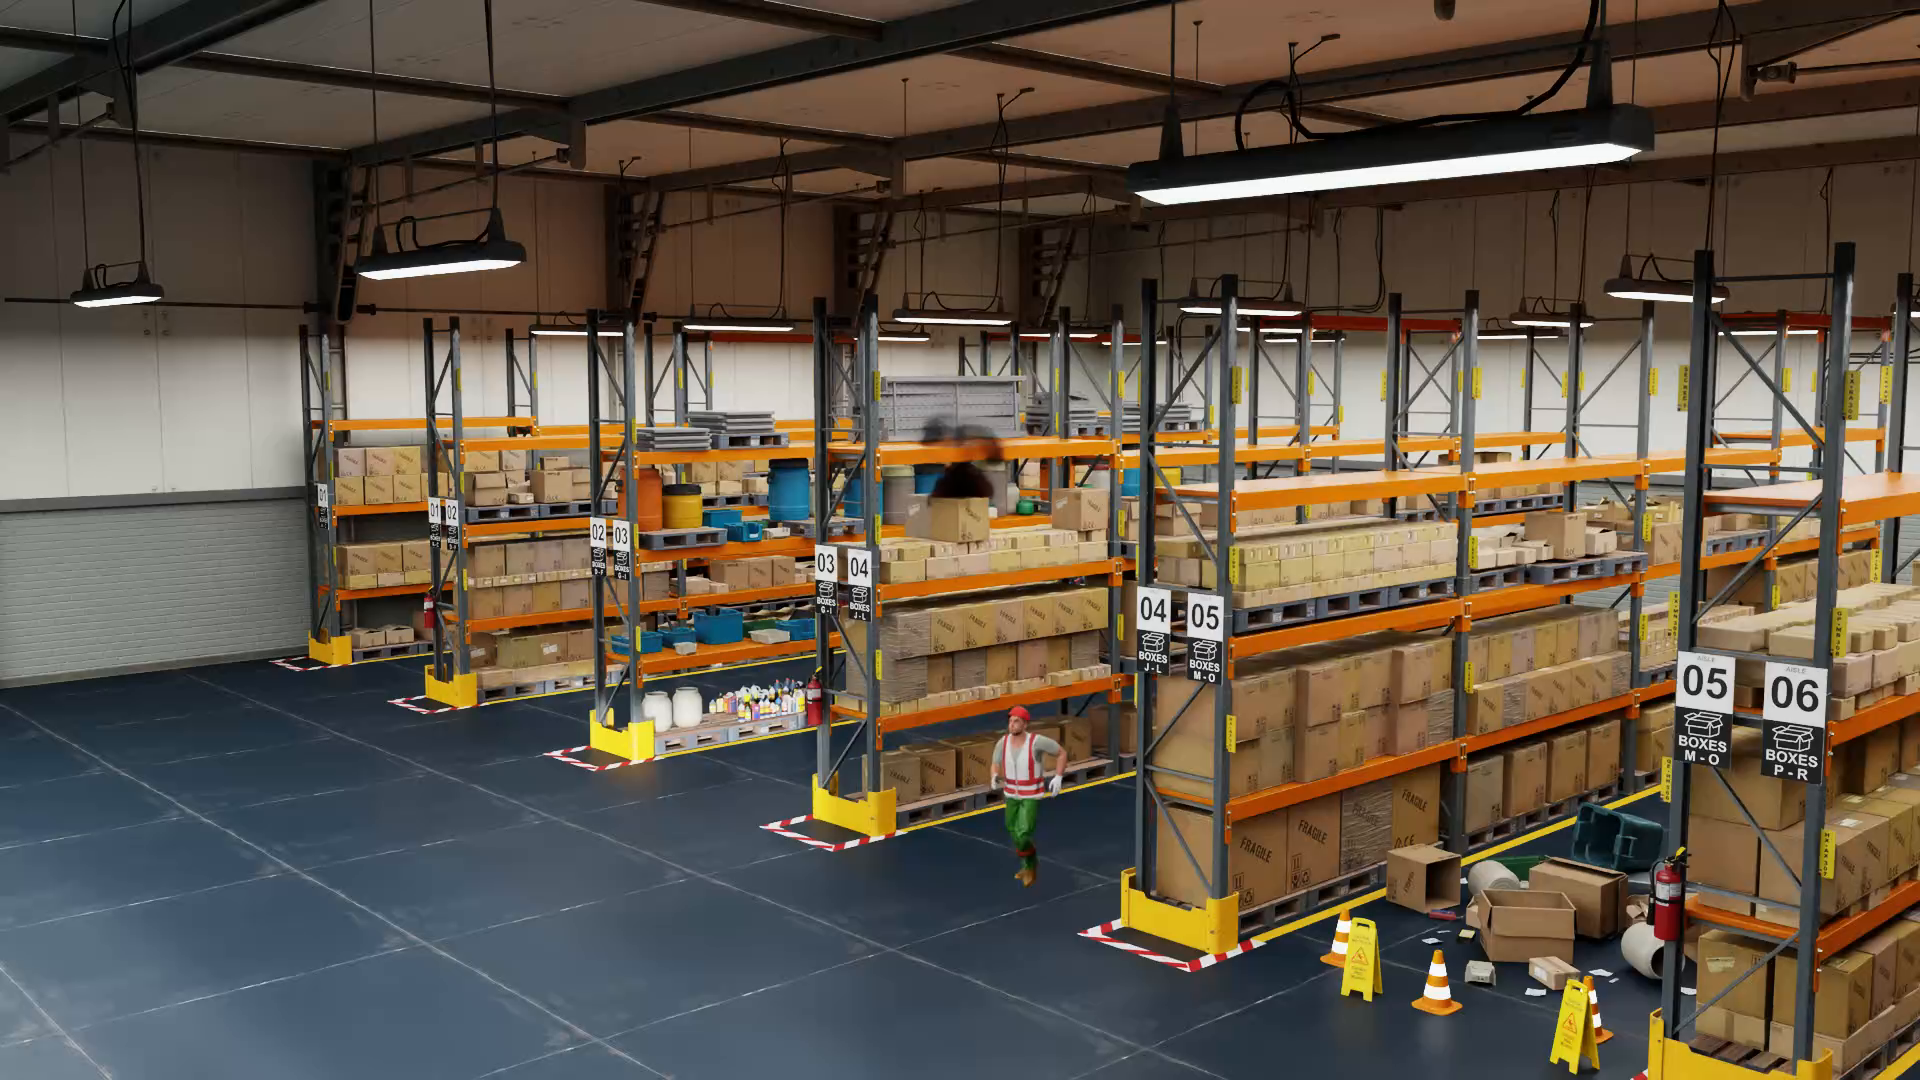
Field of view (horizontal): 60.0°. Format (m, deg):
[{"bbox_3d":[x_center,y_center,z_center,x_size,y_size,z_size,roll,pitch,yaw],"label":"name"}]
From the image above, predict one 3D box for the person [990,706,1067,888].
[{"bbox_3d":[0.603,2.445,15.776,0.683,1.750,0.782,3,7,31],"label":"person"}]
